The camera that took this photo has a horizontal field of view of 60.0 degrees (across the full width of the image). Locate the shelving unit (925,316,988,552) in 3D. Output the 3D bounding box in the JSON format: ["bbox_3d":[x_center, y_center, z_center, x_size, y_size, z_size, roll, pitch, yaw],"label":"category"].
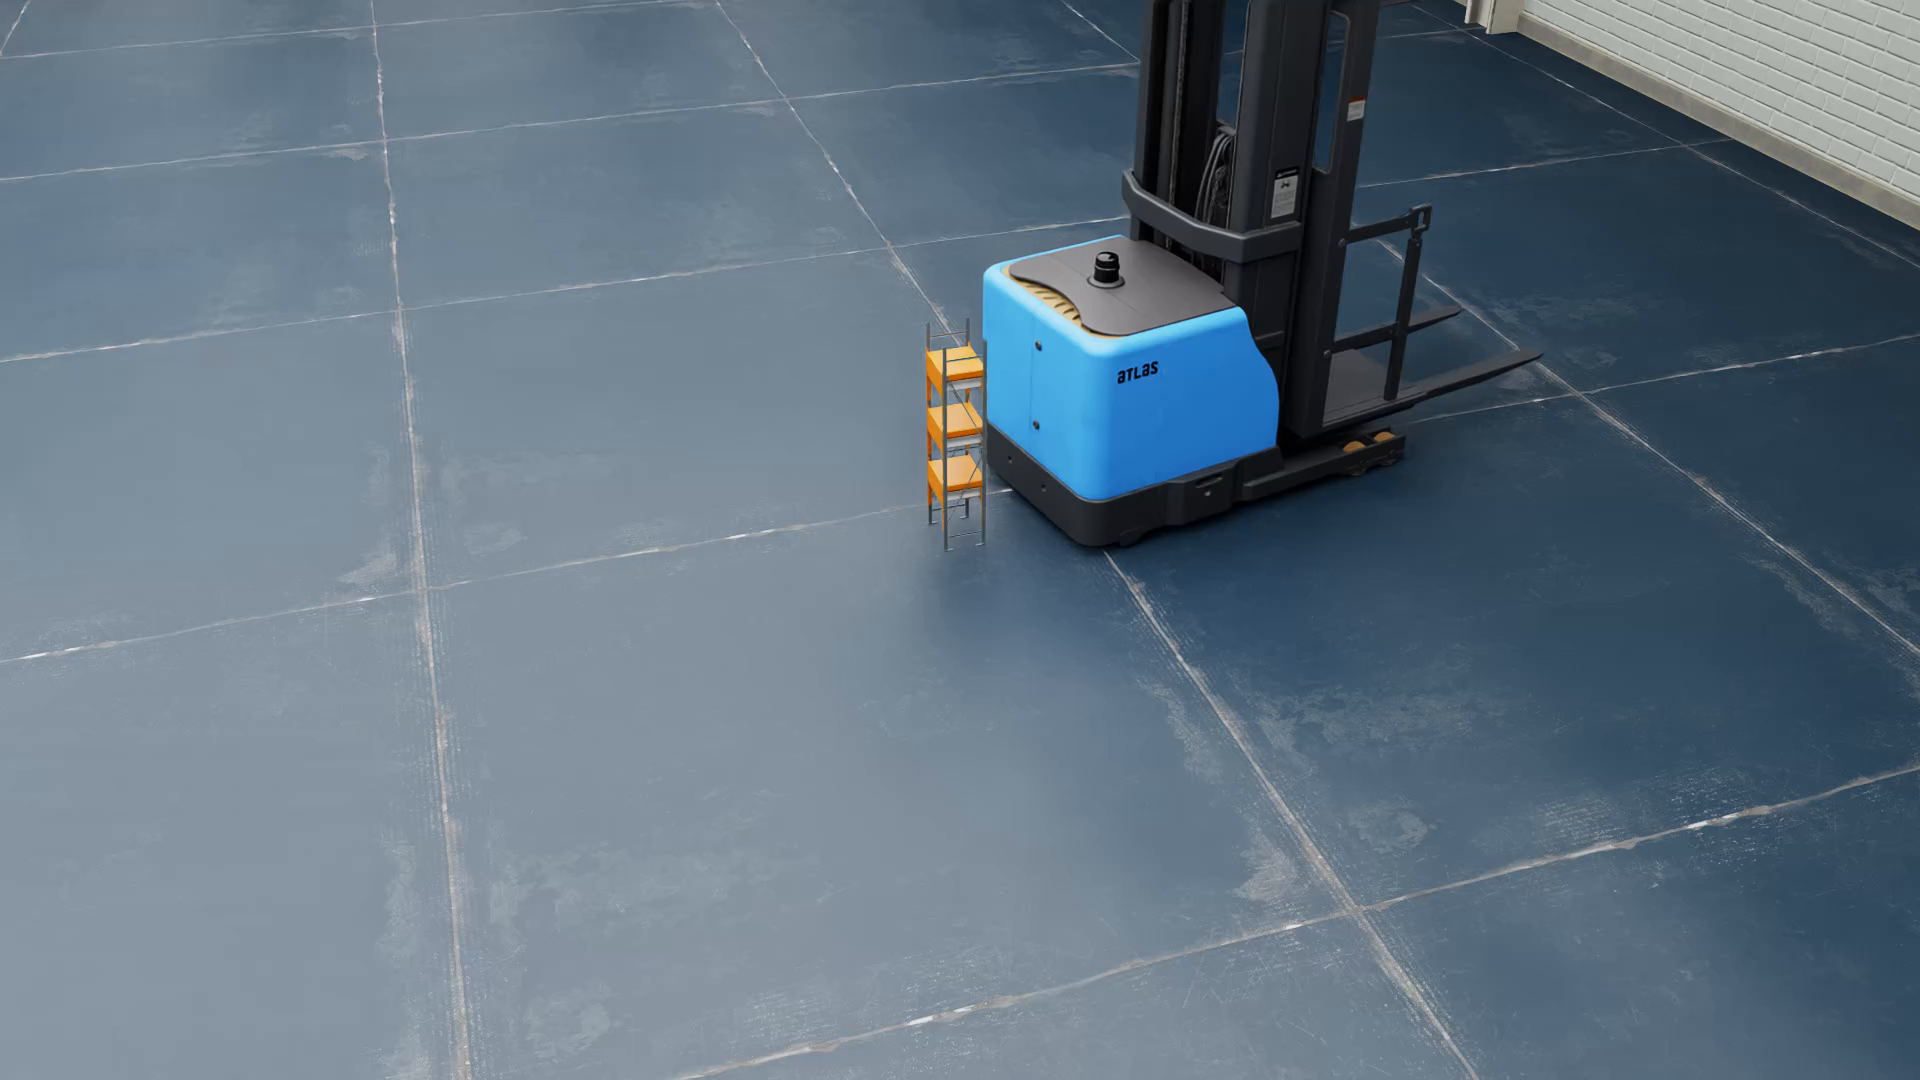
[{"bbox_3d":[-0.016,-0.466,7.503,0.215,1.050,0.252,-10,35,-15],"label":"shelving unit"}]

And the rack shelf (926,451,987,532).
[{"bbox_3d":[-0.016,-0.225,7.662,0.215,0.259,0.240,-10,35,-15],"label":"rack shelf"}]

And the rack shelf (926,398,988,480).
[{"bbox_3d":[-0.016,-0.457,7.509,0.215,0.259,0.240,-10,35,-15],"label":"rack shelf"}]

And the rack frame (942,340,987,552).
[{"bbox_3d":[0.021,-0.402,7.406,0.200,1.050,0.008,-10,35,-15],"label":"rack frame"}]

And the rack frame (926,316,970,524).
[{"bbox_3d":[-0.054,-0.530,7.600,0.200,1.050,0.008,-10,35,-15],"label":"rack frame"}]

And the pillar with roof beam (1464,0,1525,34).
[{"bbox_3d":[0.555,-7.527,10.979,9.100,9.000,0.400,-10,35,-15],"label":"pillar with roof beam"}]

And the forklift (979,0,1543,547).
[{"bbox_3d":[1.630,-1.776,7.780,3.031,2.935,1.130,-18,37,-25],"label":"forklift"}]

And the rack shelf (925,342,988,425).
[{"bbox_3d":[-0.016,-0.694,7.352,0.215,0.259,0.240,-10,35,-15],"label":"rack shelf"}]
